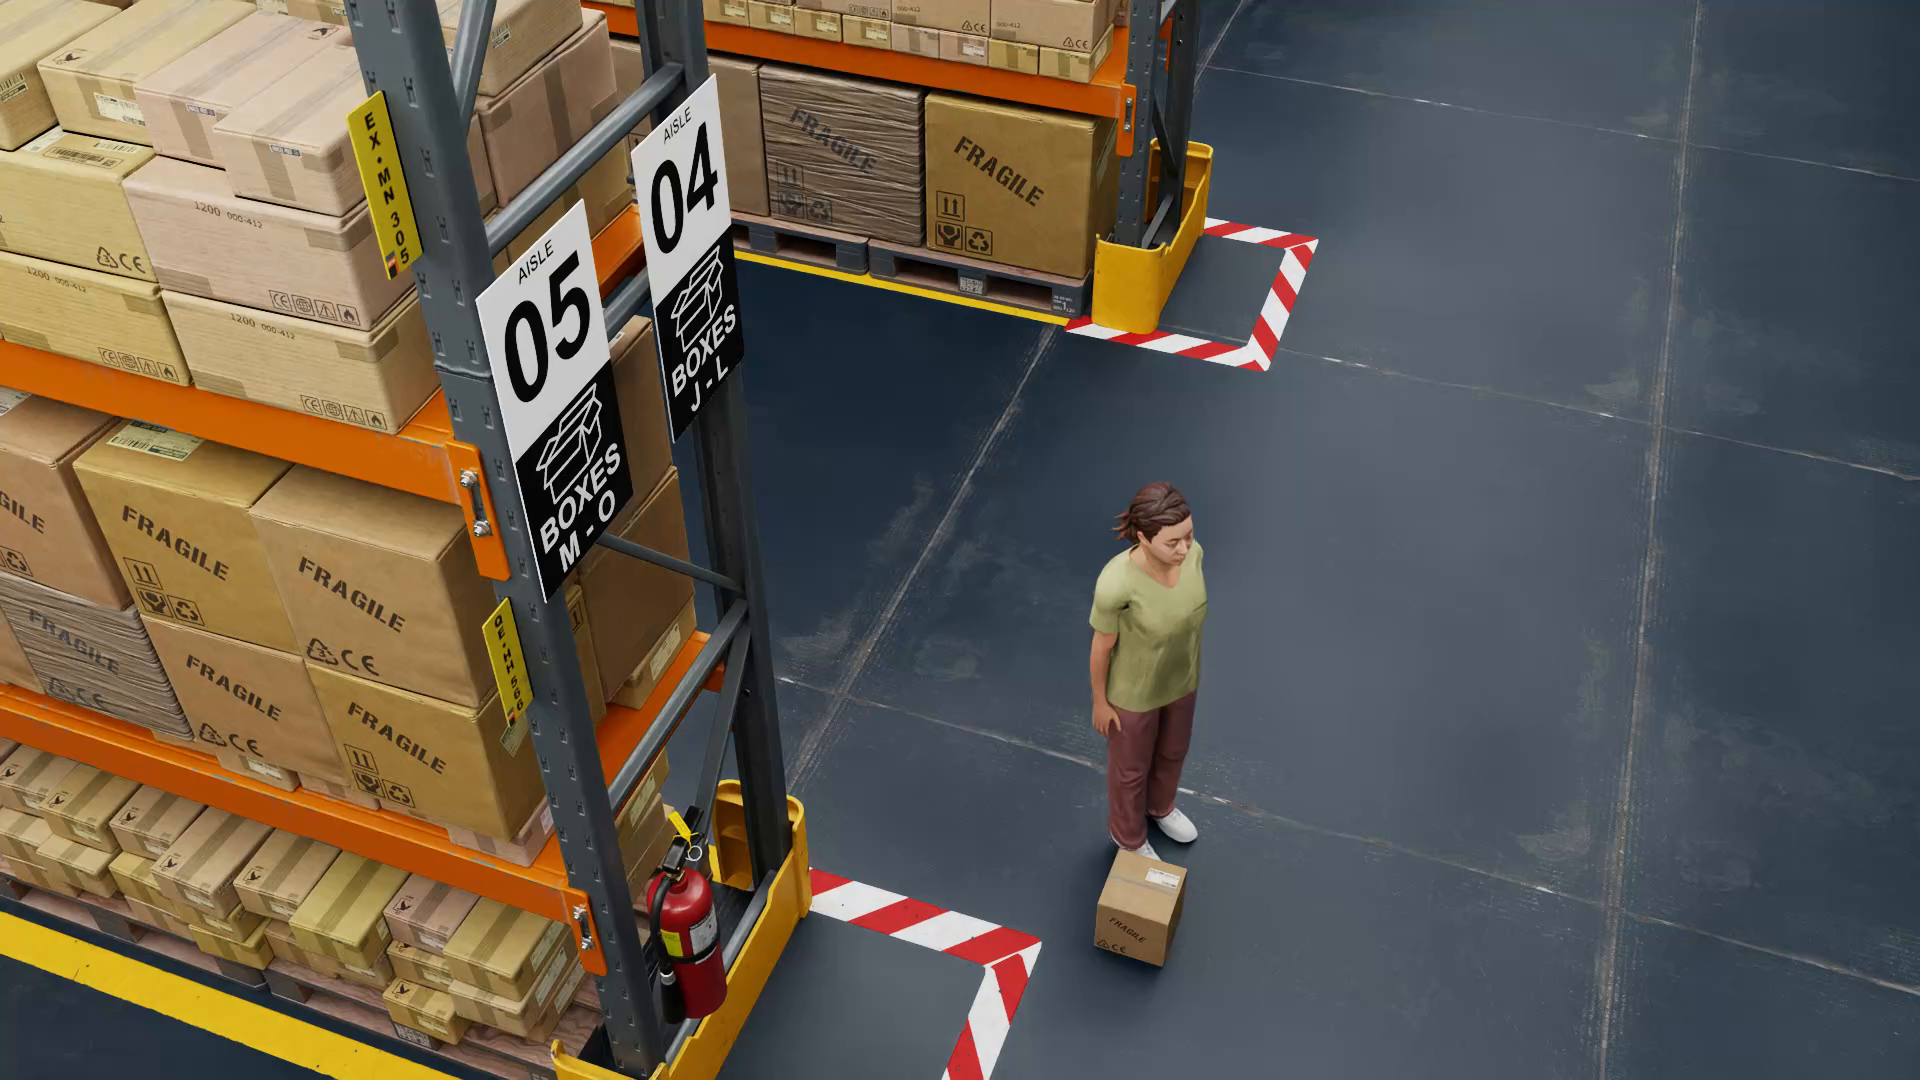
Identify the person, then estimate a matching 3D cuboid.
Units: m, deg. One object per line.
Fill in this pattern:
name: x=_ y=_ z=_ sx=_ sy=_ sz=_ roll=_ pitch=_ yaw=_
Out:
person: x=0.655 y=0.491 z=5.598 sx=0.473 sy=1.675 sz=0.424 roll=-22 pitch=46 yaw=-23
